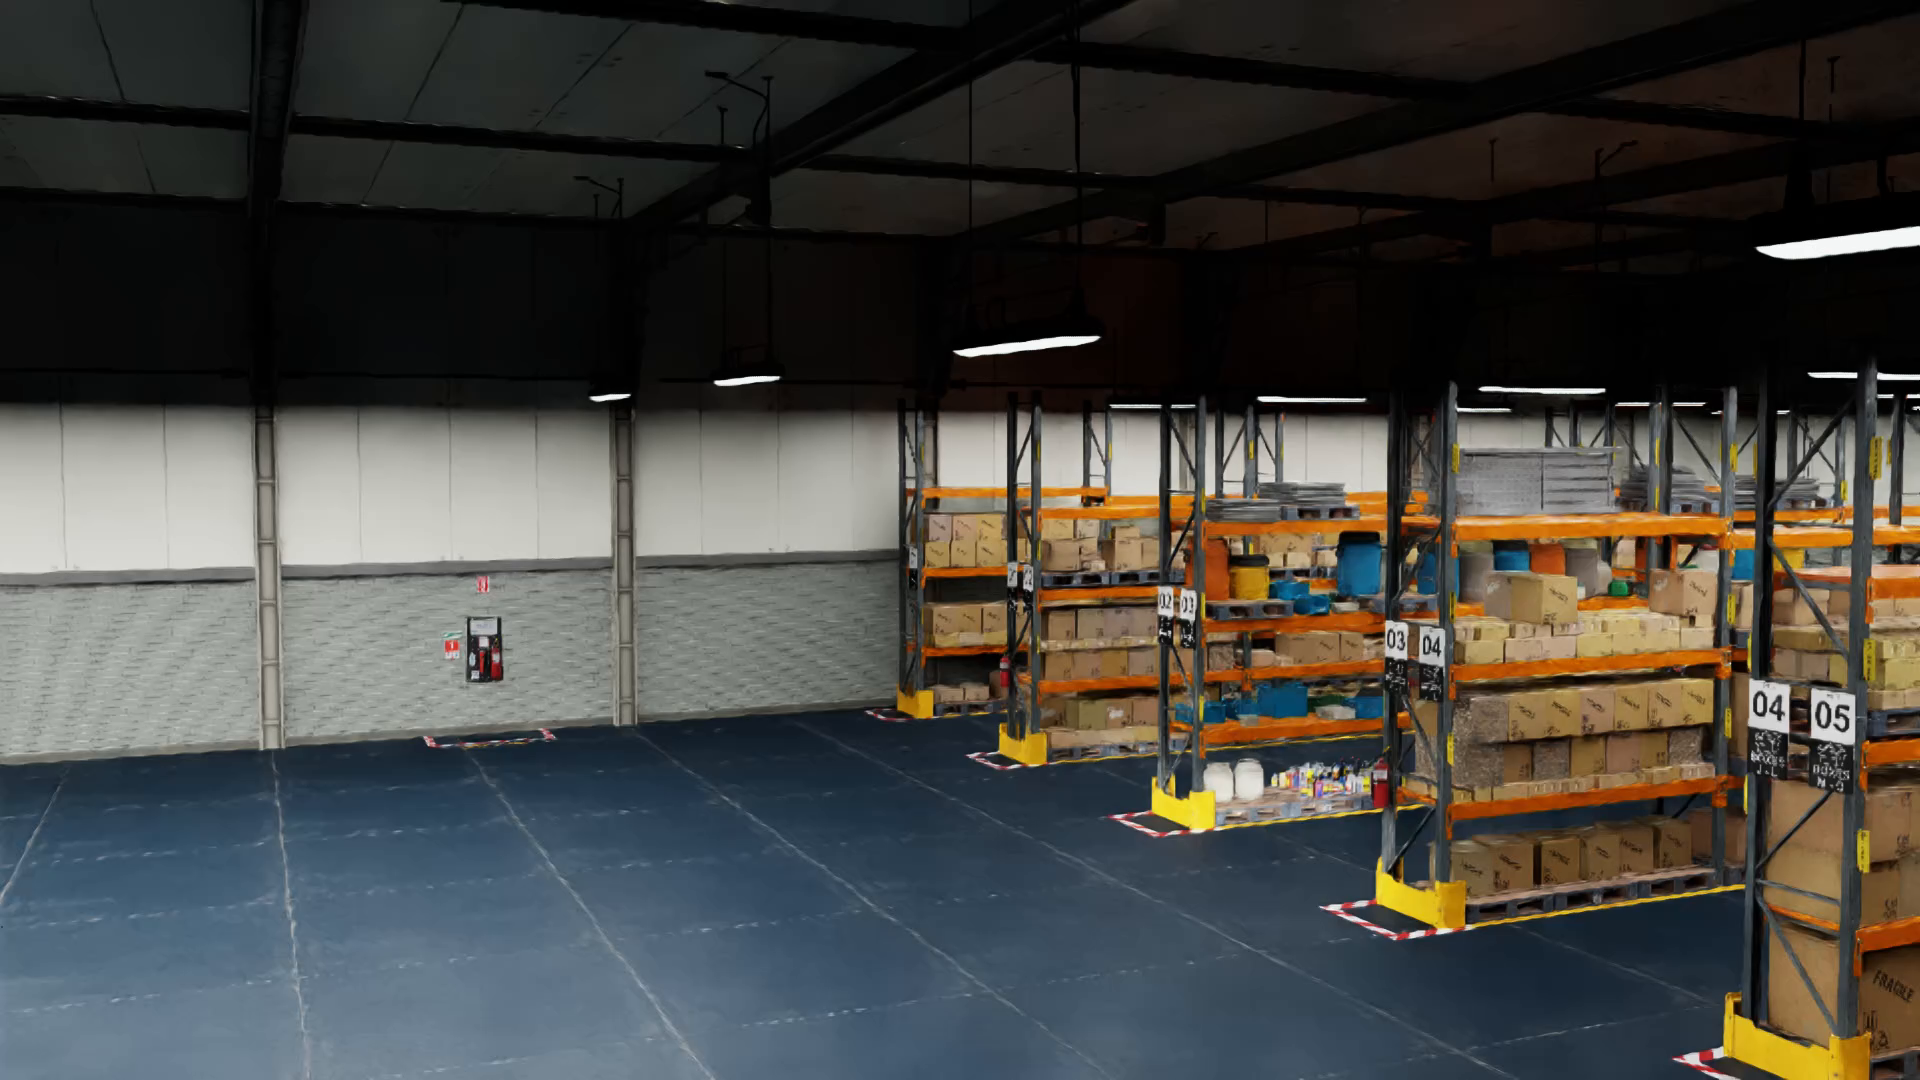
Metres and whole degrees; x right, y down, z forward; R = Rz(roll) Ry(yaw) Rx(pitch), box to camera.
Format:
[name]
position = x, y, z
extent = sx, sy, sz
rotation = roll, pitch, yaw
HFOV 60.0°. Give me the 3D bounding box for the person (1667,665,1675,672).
[person]
position = 12.945, 2.562, 30.699
extent = 1.090, 1.583, 0.497
rotation = -1, 4, -21
